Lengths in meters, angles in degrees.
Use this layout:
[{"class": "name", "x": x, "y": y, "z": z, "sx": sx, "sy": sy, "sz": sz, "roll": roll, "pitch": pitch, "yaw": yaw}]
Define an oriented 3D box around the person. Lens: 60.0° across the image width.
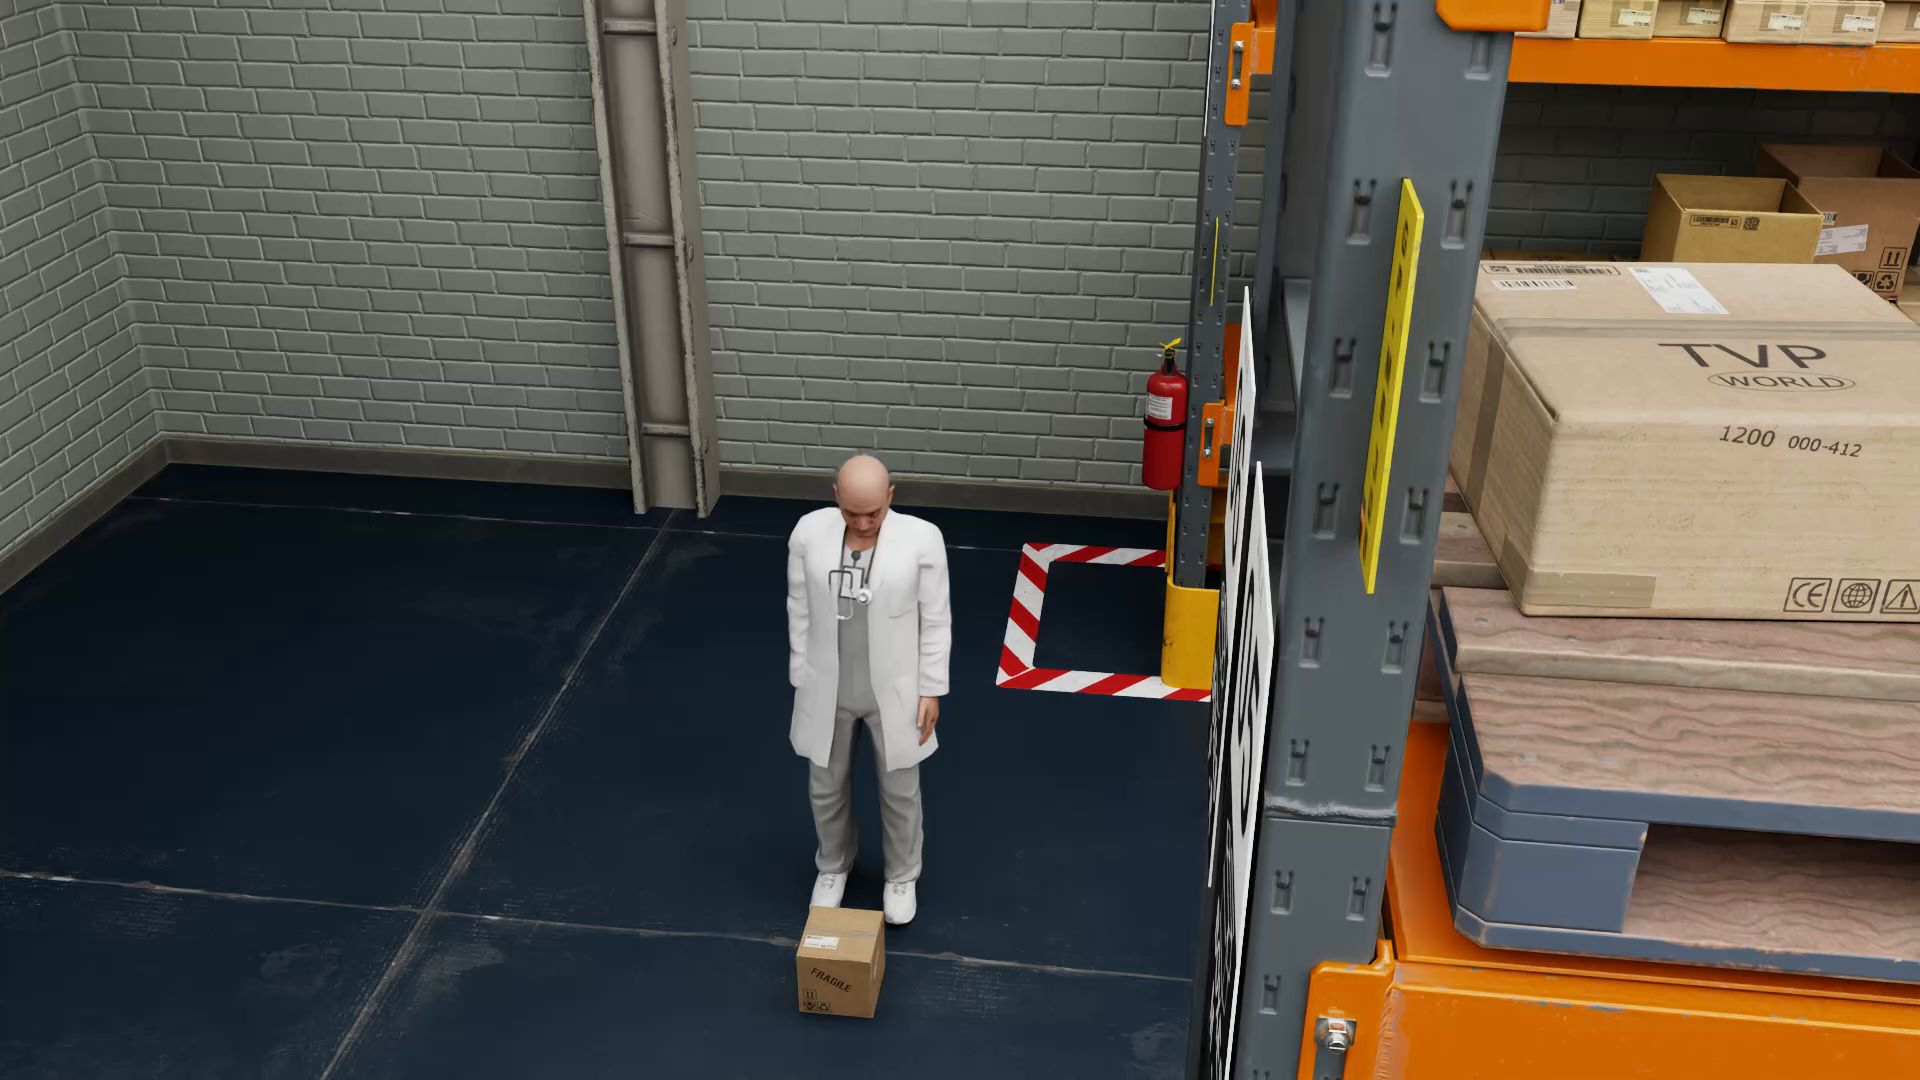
[{"class": "person", "x": -0.314, "y": 0.521, "z": 5.681, "sx": 0.560, "sy": 1.771, "sz": 0.378, "roll": 4, "pitch": 28, "yaw": 7}]
